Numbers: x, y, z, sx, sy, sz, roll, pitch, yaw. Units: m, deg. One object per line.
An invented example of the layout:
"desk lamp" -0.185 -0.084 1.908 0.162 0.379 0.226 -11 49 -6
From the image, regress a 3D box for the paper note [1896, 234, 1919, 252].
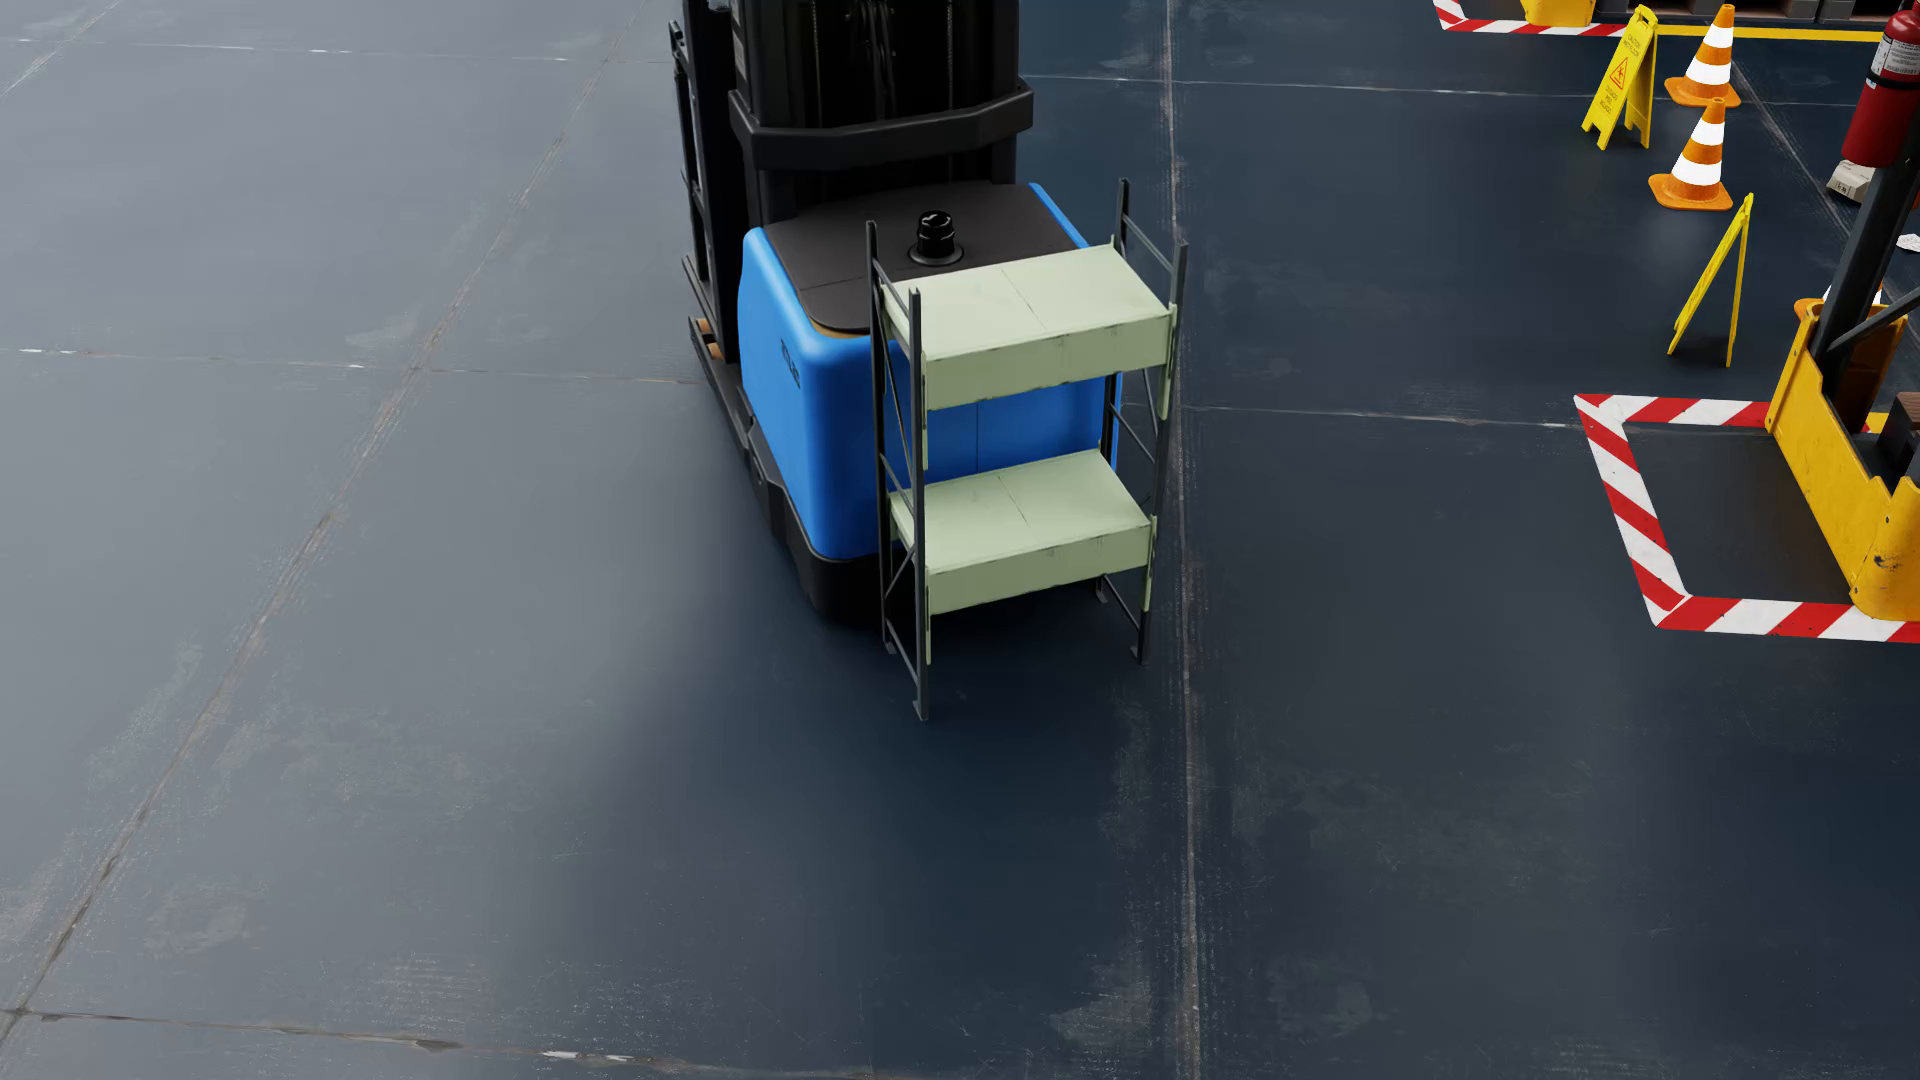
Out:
"paper note" 4.207 -1.317 7.344 0.142 0.019 0.148 -10 40 -12

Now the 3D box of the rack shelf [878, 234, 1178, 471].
"rack shelf" 0.171 -0.527 4.591 0.720 0.370 0.431 -13 41 -15

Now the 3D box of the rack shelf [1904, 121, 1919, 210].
"rack shelf" 5.086 -0.880 5.025 4.000 0.370 1.077 3 39 4

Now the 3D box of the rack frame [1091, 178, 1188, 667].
"rack frame" 0.516 -0.302 4.932 0.023 1.500 0.400 -13 41 -15

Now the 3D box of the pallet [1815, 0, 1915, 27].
"pallet" 5.436 -3.243 9.567 1.213 0.211 1.003 3 39 4

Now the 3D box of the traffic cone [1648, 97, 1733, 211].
"traffic cone" 3.390 -1.789 7.581 0.334 0.463 0.336 3 39 4

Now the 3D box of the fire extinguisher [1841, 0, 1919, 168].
"fire extinguisher" 3.019 -1.534 5.320 0.183 0.674 0.296 3 39 4

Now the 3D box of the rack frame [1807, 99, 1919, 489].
"rack frame" 3.094 -1.268 4.932 0.127 3.000 1.000 3 39 4

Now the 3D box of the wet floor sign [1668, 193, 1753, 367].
"wet floor sign" 2.997 -1.038 6.514 0.232 0.644 0.267 16 42 19

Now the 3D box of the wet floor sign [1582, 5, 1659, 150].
"wet floor sign" 3.220 -2.230 7.978 0.232 0.644 0.267 -3 39 -4

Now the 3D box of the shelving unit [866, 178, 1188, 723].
"shelving unit" 0.171 -0.224 4.837 0.755 1.500 0.431 -13 41 -15

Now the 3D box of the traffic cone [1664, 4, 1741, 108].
"traffic cone" 3.827 -2.481 8.431 0.334 0.463 0.336 3 39 4

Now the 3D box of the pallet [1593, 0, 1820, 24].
"pallet" 4.223 -3.311 9.650 1.213 0.211 1.003 3 39 4

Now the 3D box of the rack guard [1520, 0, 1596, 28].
"rack guard" 3.396 -3.419 9.554 0.348 0.500 1.175 3 39 4

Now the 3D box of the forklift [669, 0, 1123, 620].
"forklift" -0.437 -1.818 5.662 1.130 2.935 3.031 -12 41 -15

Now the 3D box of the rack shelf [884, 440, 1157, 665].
"rack shelf" 0.171 0.029 5.043 0.720 0.370 0.431 -13 41 -15

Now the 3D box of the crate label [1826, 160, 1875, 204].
"crate label" 4.179 -1.658 7.679 0.298 0.136 0.250 -16 42 -19

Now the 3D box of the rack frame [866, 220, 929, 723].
"rack frame" -0.174 -0.147 4.742 0.023 1.500 0.400 -13 41 -15

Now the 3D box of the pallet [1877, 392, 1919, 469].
"pallet" 3.976 -0.116 5.725 1.213 0.211 1.003 3 39 4

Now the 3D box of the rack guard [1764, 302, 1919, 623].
"rack guard" 3.169 -0.294 5.716 0.348 0.500 1.175 3 39 4

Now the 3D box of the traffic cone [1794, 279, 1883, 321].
"traffic cone" 3.633 -1.072 6.701 0.334 0.463 0.336 3 39 4
